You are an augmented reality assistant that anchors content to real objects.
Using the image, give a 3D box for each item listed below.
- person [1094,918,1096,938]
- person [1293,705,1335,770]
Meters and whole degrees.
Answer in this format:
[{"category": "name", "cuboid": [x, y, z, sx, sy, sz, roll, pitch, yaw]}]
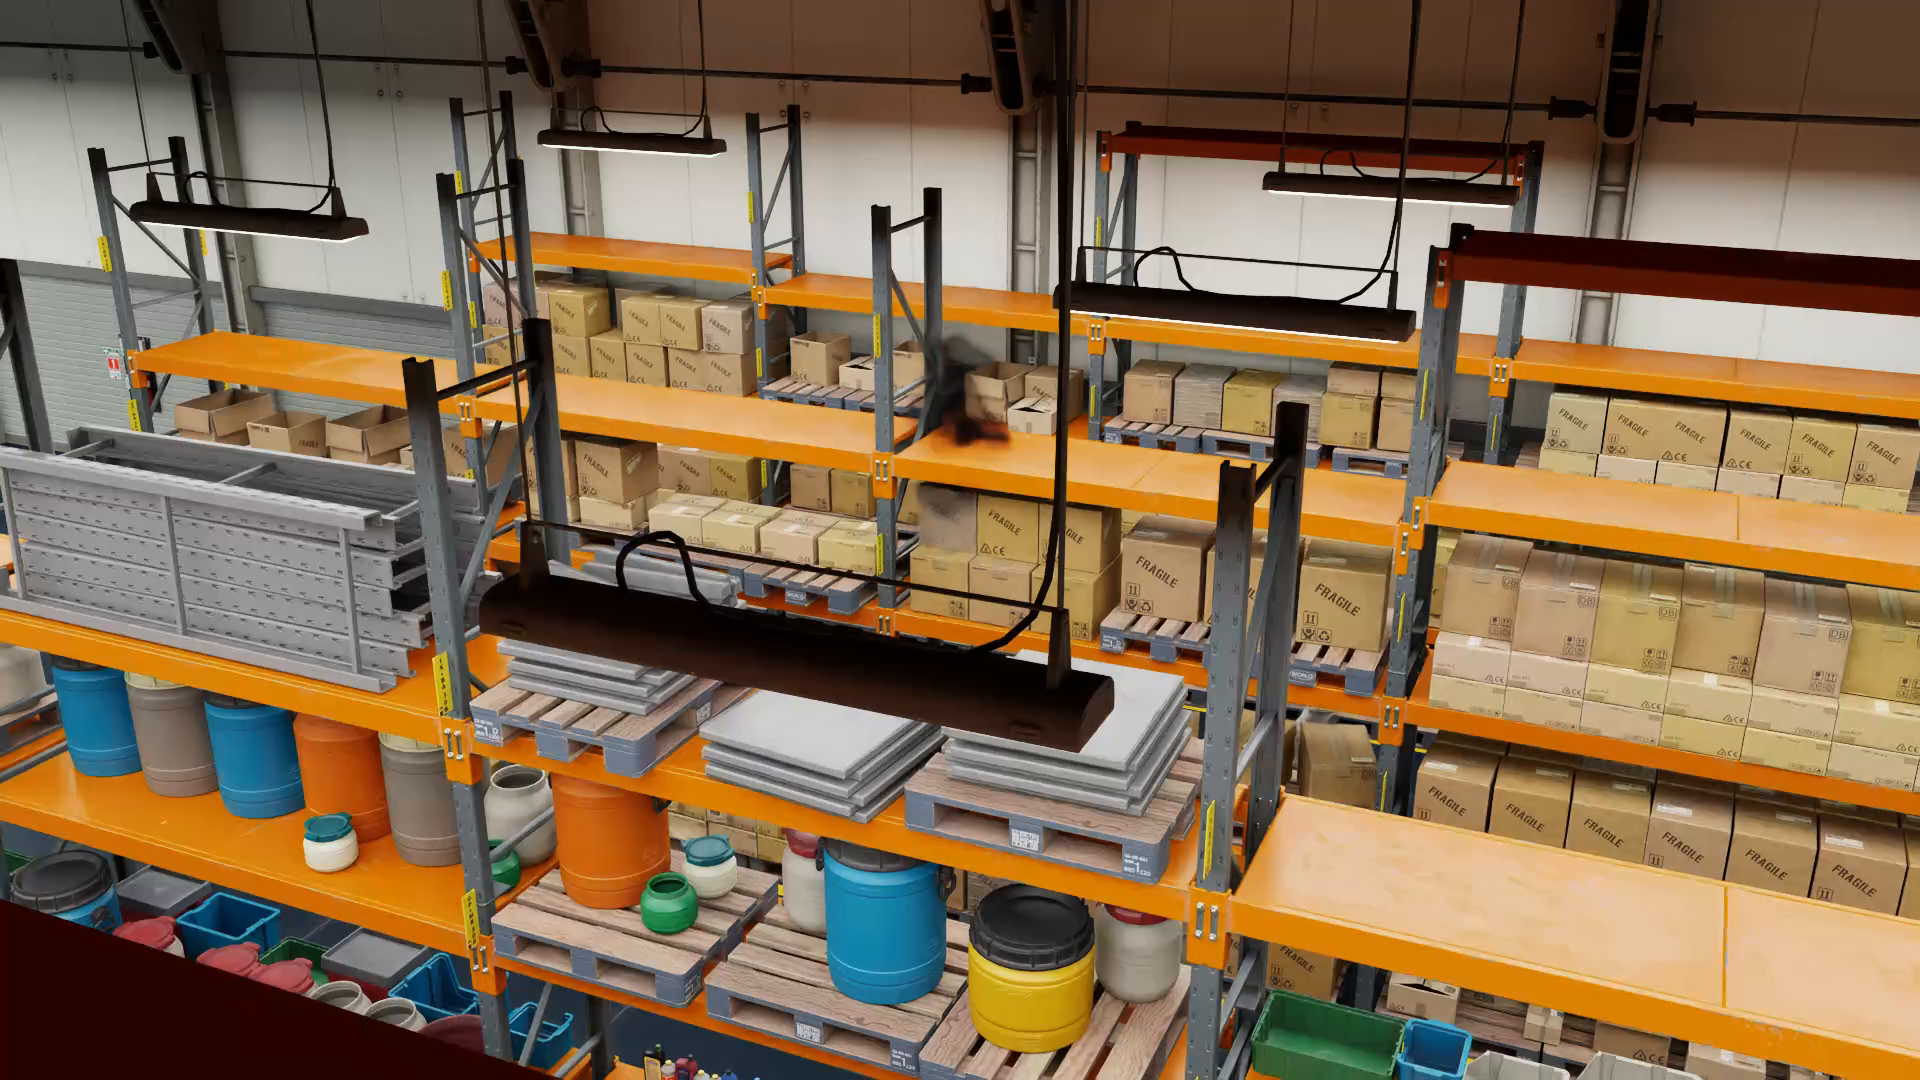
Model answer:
[{"category": "person", "cuboid": [0.749, 3.197, 10.986, 0.562, 1.665, 0.599, 5, 21, 14]}, {"category": "person", "cuboid": [3.340, 1.528, 15.356, 0.827, 1.768, 0.656, 4, 21, 10]}]
